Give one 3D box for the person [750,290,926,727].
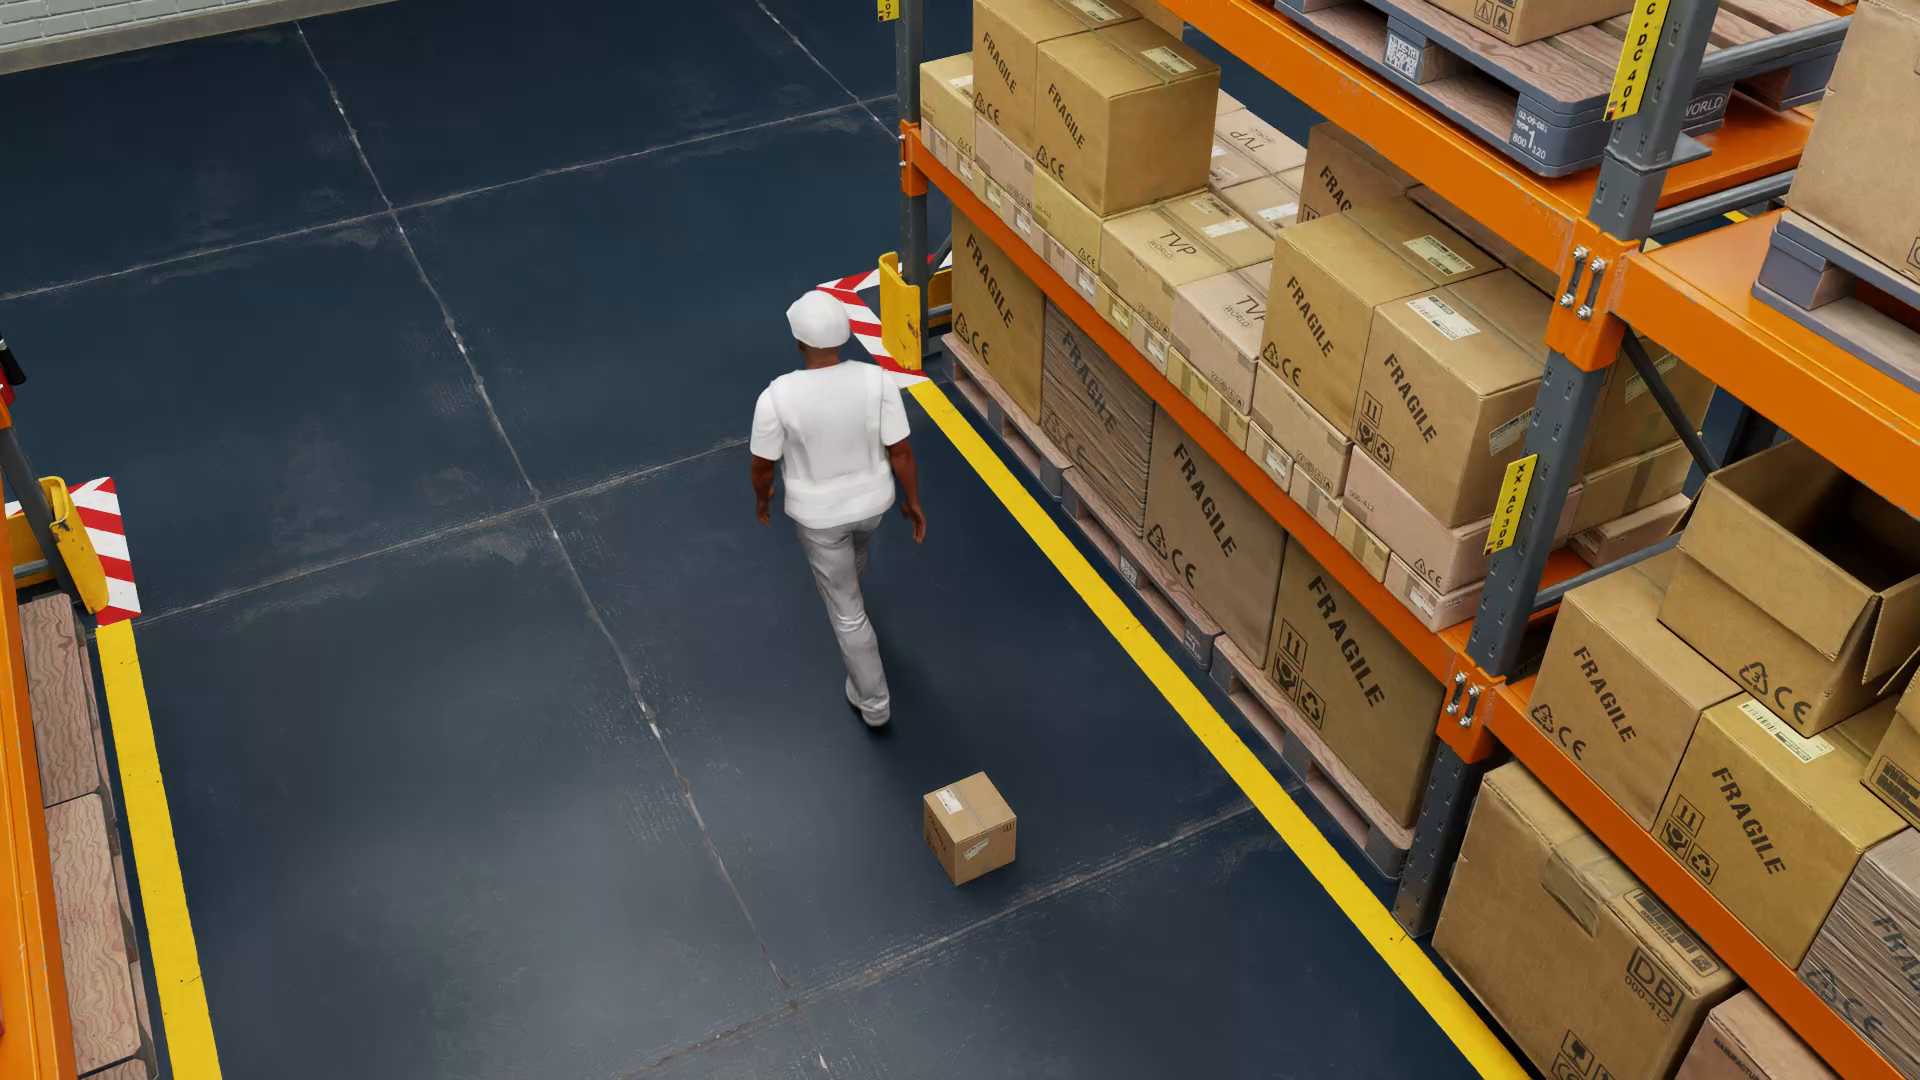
[{"bbox_3d":[-0.496,-0.201,6.368,0.603,1.698,1.052,-16,44,-18],"label":"person"}]
